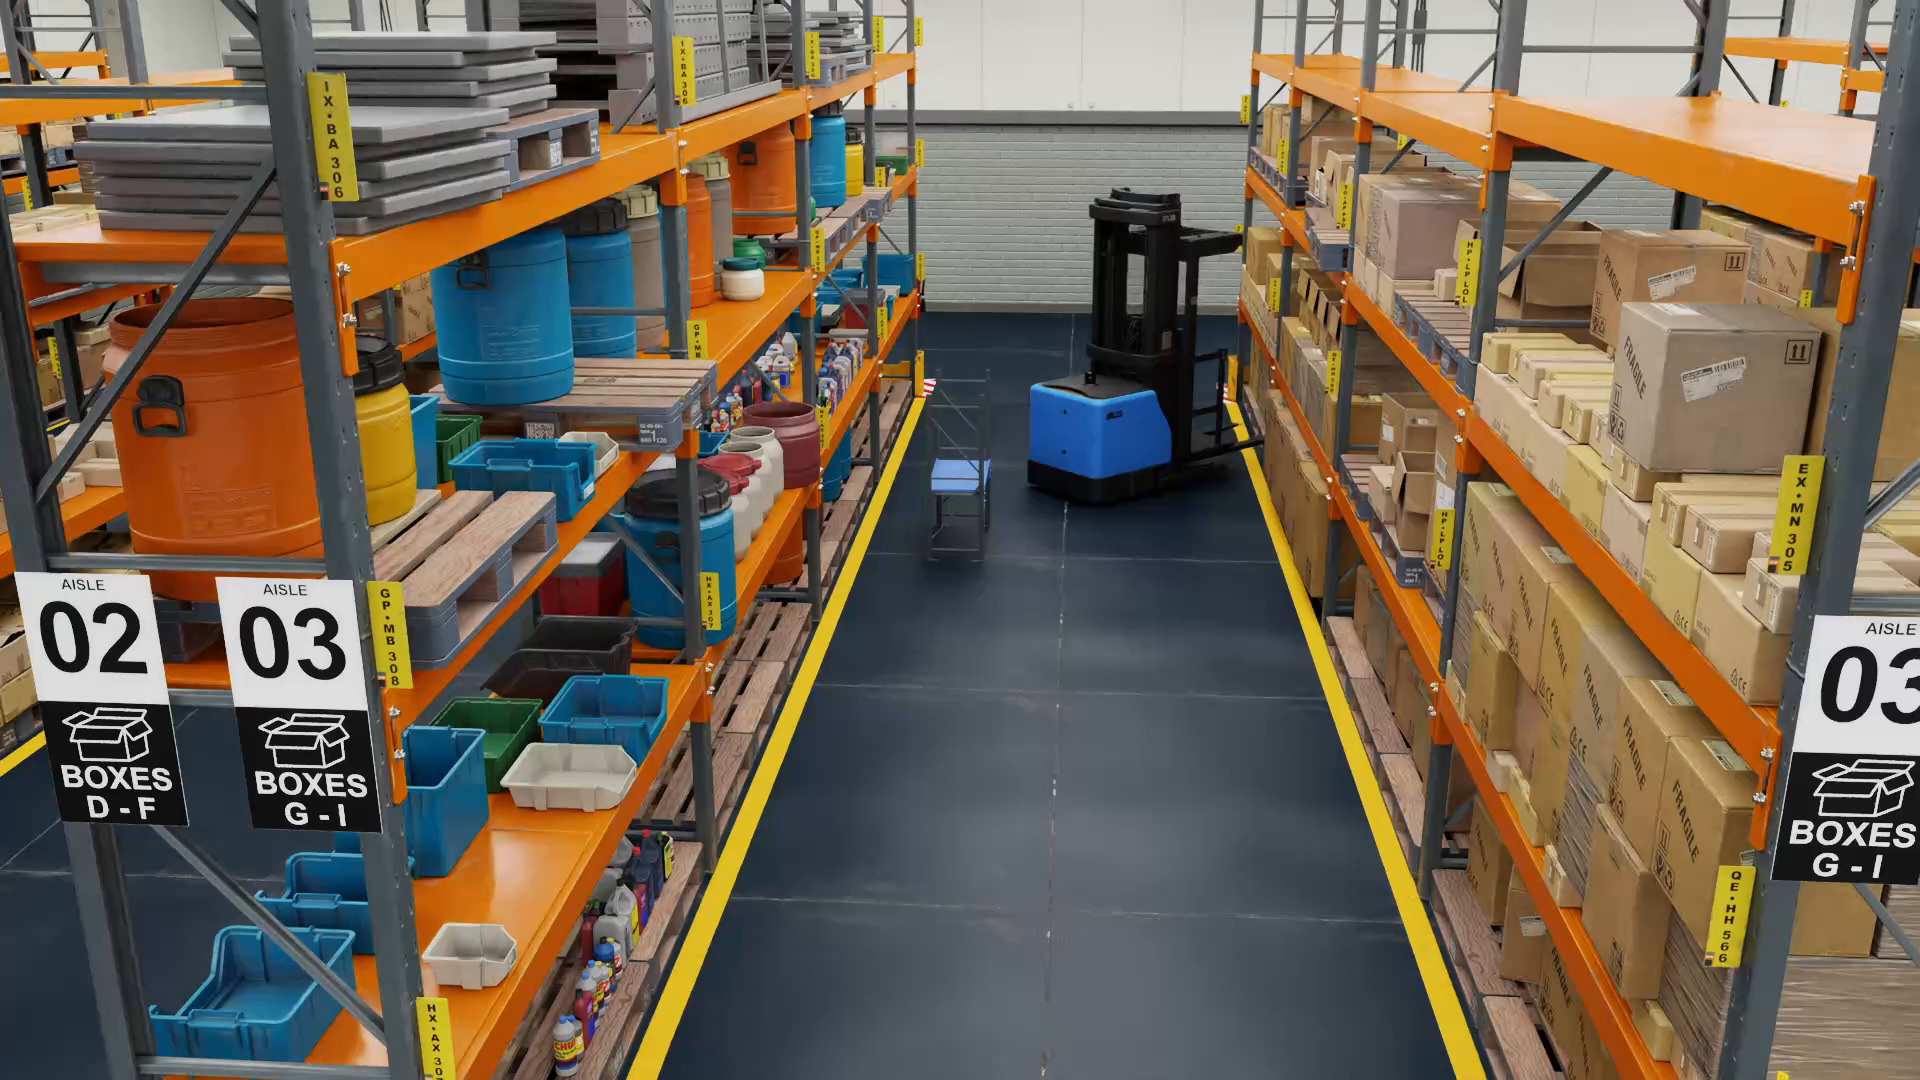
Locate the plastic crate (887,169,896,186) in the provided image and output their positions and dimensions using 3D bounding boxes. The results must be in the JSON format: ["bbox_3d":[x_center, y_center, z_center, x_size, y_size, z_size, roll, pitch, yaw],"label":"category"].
[{"bbox_3d":[-0.936,-3.932,18.040,0.437,0.136,0.530,1,18,4],"label":"plastic crate"}]

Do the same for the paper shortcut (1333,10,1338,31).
[{"bbox_3d":[2.902,-4.023,12.853,0.009,0.170,0.078,11,-13,1],"label":"paper shortcut"}]

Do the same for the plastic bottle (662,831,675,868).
[{"bbox_3d":[-1.611,1.688,9.070,0.097,0.201,0.097,0,18,0],"label":"plastic bottle"}]

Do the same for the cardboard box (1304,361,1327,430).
[{"bbox_3d":[3.195,-1.207,13.955,0.500,0.500,0.500,1,18,2],"label":"cardboard box"}]

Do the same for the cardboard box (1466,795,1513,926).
[{"bbox_3d":[2.976,1.669,8.678,0.500,0.500,0.500,1,18,2],"label":"cardboard box"}]

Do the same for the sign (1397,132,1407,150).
[{"bbox_3d":[4.160,-3.738,15.689,0.100,0.325,0.005,1,18,4],"label":"sign"}]

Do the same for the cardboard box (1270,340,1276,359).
[{"bbox_3d":[3.313,-1.909,16.663,0.380,0.149,0.250,1,18,4],"label":"cardboard box"}]

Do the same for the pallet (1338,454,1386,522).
[{"bbox_3d":[3.386,-0.370,11.869,1.213,0.211,1.003,1,18,4],"label":"pallet"}]

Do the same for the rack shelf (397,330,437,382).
[{"bbox_3d":[-6.119,-2.428,18.999,1.077,0.370,4.000,1,18,4],"label":"rack shelf"}]

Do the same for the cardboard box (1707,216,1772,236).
[{"bbox_3d":[8.458,-3.240,18.075,0.500,0.500,0.500,1,18,3],"label":"cardboard box"}]

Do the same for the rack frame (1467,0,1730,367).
[{"bbox_3d":[3.044,-2.293,7.796,1.000,3.000,0.127,1,18,4],"label":"rack frame"}]

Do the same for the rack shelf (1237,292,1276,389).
[{"bbox_3d":[3.761,-2.206,18.321,1.077,0.370,4.000,1,18,4],"label":"rack shelf"}]

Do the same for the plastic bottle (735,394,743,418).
[{"bbox_3d":[-1.914,-1.155,14.275,0.097,0.201,0.097,0,18,0],"label":"plastic bottle"}]

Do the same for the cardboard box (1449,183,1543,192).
[{"bbox_3d":[3.521,-2.082,11.005,0.500,0.500,0.500,1,18,4],"label":"cardboard box"}]

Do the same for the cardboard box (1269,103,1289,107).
[{"bbox_3d":[3.921,-4.726,19.044,0.700,0.500,0.500,0,18,1],"label":"cardboard box"}]

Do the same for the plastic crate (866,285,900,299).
[{"bbox_3d":[-0.913,-2.926,19.688,0.396,0.136,0.243,1,18,4],"label":"plastic crate"}]

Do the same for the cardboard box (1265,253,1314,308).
[{"bbox_3d":[3.424,-2.657,17.102,0.500,0.500,0.500,1,18,4],"label":"cardboard box"}]

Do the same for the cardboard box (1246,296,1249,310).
[{"bbox_3d":[3.498,-2.707,19.096,0.380,0.149,0.250,1,18,3],"label":"cardboard box"}]

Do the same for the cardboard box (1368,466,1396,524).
[{"bbox_3d":[2.982,-0.297,10.907,0.500,0.250,0.500,1,18,2],"label":"cardboard box"}]

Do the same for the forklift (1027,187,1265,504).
[{"bbox_3d":[2.130,-2.099,16.949,3.031,2.935,1.130,-15,23,-38],"label":"forklift"}]

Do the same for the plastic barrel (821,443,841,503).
[{"bbox_3d":[-1.429,-0.851,15.726,0.600,0.901,0.708,1,18,4],"label":"plastic barrel"}]

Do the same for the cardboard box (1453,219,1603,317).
[{"bbox_3d":[3.244,-1.553,9.514,0.797,0.503,0.637,2,18,6],"label":"cardboard box"}]

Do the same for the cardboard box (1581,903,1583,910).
[{"bbox_3d":[2.645,1.438,6.448,0.380,0.149,0.250,1,18,4],"label":"cardboard box"}]

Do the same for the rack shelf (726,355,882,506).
[{"bbox_3d":[-1.466,-1.074,14.867,1.077,0.370,4.000,1,18,4],"label":"rack shelf"}]

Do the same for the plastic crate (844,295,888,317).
[{"bbox_3d":[-1.029,-2.480,18.094,0.437,0.282,0.530,1,18,4],"label":"plastic crate"}]

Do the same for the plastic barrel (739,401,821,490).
[{"bbox_3d":[-1.340,-0.709,12.377,0.600,0.536,0.708,1,18,4],"label":"plastic barrel"}]

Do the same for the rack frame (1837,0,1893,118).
[{"bbox_3d":[8.558,-4.636,14.945,1.000,3.000,0.127,1,18,4],"label":"rack frame"}]

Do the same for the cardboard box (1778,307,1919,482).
[{"bbox_3d":[3.133,-0.507,5.721,0.500,0.500,0.500,1,18,4],"label":"cardboard box"}]

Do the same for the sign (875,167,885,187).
[{"bbox_3d":[-0.774,-3.454,16.143,0.100,0.325,0.005,1,18,4],"label":"sign"}]

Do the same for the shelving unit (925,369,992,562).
[{"bbox_3d":[-0.006,-0.686,14.936,0.538,1.500,1.048,1,18,4],"label":"shelving unit"}]

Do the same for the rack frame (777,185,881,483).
[{"bbox_3d":[-1.322,-2.037,16.650,1.000,3.000,0.127,1,18,4],"label":"rack frame"}]

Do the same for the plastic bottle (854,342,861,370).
[{"bbox_3d":[-0.999,-1.779,16.051,0.061,0.283,0.133,1,18,4],"label":"plastic bottle"}]

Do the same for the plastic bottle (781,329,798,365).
[{"bbox_3d":[-1.674,-1.899,16.308,0.144,0.351,0.185,1,18,4],"label":"plastic bottle"}]

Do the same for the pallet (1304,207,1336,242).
[{"bbox_3d":[3.402,-2.569,13.758,1.003,0.211,1.213,2,18,6],"label":"pallet"}]

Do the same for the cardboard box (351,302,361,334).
[{"bbox_3d":[-6.483,-2.358,17.467,0.500,0.500,0.500,2,18,5],"label":"cardboard box"}]

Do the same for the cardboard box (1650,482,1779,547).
[{"bbox_3d":[2.506,-0.081,5.463,0.380,0.149,0.250,1,18,4],"label":"cardboard box"}]

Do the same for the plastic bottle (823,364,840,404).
[{"bbox_3d":[-1.141,-1.379,14.720,0.144,0.351,0.185,1,18,4],"label":"plastic bottle"}]

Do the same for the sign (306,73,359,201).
[{"bbox_3d":[-1.634,-1.048,4.333,0.100,0.325,0.005,1,18,4],"label":"sign"}]

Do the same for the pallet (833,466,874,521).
[{"bbox_3d":[-1.419,-0.474,16.356,1.003,0.211,1.213,1,18,4],"label":"pallet"}]

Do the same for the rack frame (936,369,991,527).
[{"bbox_3d":[0.030,-0.844,15.417,0.500,1.500,0.032,1,18,4],"label":"rack frame"}]

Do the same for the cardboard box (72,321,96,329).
[{"bbox_3d":[-11.058,-2.644,20.801,0.380,0.149,0.250,1,18,4],"label":"cardboard box"}]

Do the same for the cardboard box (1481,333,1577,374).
[{"bbox_3d":[2.714,-0.892,7.937,0.380,0.149,0.250,1,18,2],"label":"cardboard box"}]

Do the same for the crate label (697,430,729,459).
[{"bbox_3d":[-1.950,-0.509,11.930,0.502,0.435,0.616,1,18,4],"label":"crate label"}]

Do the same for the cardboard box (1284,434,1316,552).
[{"bbox_3d":[3.473,-0.365,14.284,1.225,0.875,0.875,1,18,4],"label":"cardboard box"}]

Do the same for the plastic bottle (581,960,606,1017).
[{"bbox_3d":[-1.710,2.083,7.750,0.097,0.271,0.097,0,18,0],"label":"plastic bottle"}]

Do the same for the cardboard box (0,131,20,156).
[{"bbox_3d":[-10.811,-4.386,18.406,0.500,0.250,0.500,1,18,2],"label":"cardboard box"}]

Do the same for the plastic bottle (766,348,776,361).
[{"bbox_3d":[-1.797,-1.692,15.803,0.097,0.271,0.097,0,18,0],"label":"plastic bottle"}]

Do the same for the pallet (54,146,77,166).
[{"bbox_3d":[-10.960,-4.653,19.960,1.003,0.211,1.213,1,18,4],"label":"pallet"}]

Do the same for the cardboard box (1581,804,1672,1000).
[{"bbox_3d":[2.741,1.283,5.879,0.875,0.500,0.500,1,18,4],"label":"cardboard box"}]

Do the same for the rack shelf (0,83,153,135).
[{"bbox_3d":[-6.693,-2.605,10.545,1.077,0.370,4.000,1,18,4],"label":"rack shelf"}]

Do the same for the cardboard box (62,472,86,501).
[{"bbox_3d":[-6.585,-0.390,12.027,0.380,0.149,0.250,3,18,8],"label":"cardboard box"}]

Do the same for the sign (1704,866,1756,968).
[{"bbox_3d":[2.206,1.081,4.766,0.100,0.325,0.005,1,18,4],"label":"sign"}]

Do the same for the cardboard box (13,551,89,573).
[{"bbox_3d":[-6.909,0.253,12.501,0.500,0.311,0.500,1,18,3],"label":"cardboard box"}]

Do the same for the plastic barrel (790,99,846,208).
[{"bbox_3d":[-1.292,-3.367,14.412,0.600,0.901,0.708,1,18,4],"label":"plastic barrel"}]

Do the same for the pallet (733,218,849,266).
[{"bbox_3d":[-1.457,-2.366,13.140,1.003,0.211,1.213,1,18,4],"label":"pallet"}]
